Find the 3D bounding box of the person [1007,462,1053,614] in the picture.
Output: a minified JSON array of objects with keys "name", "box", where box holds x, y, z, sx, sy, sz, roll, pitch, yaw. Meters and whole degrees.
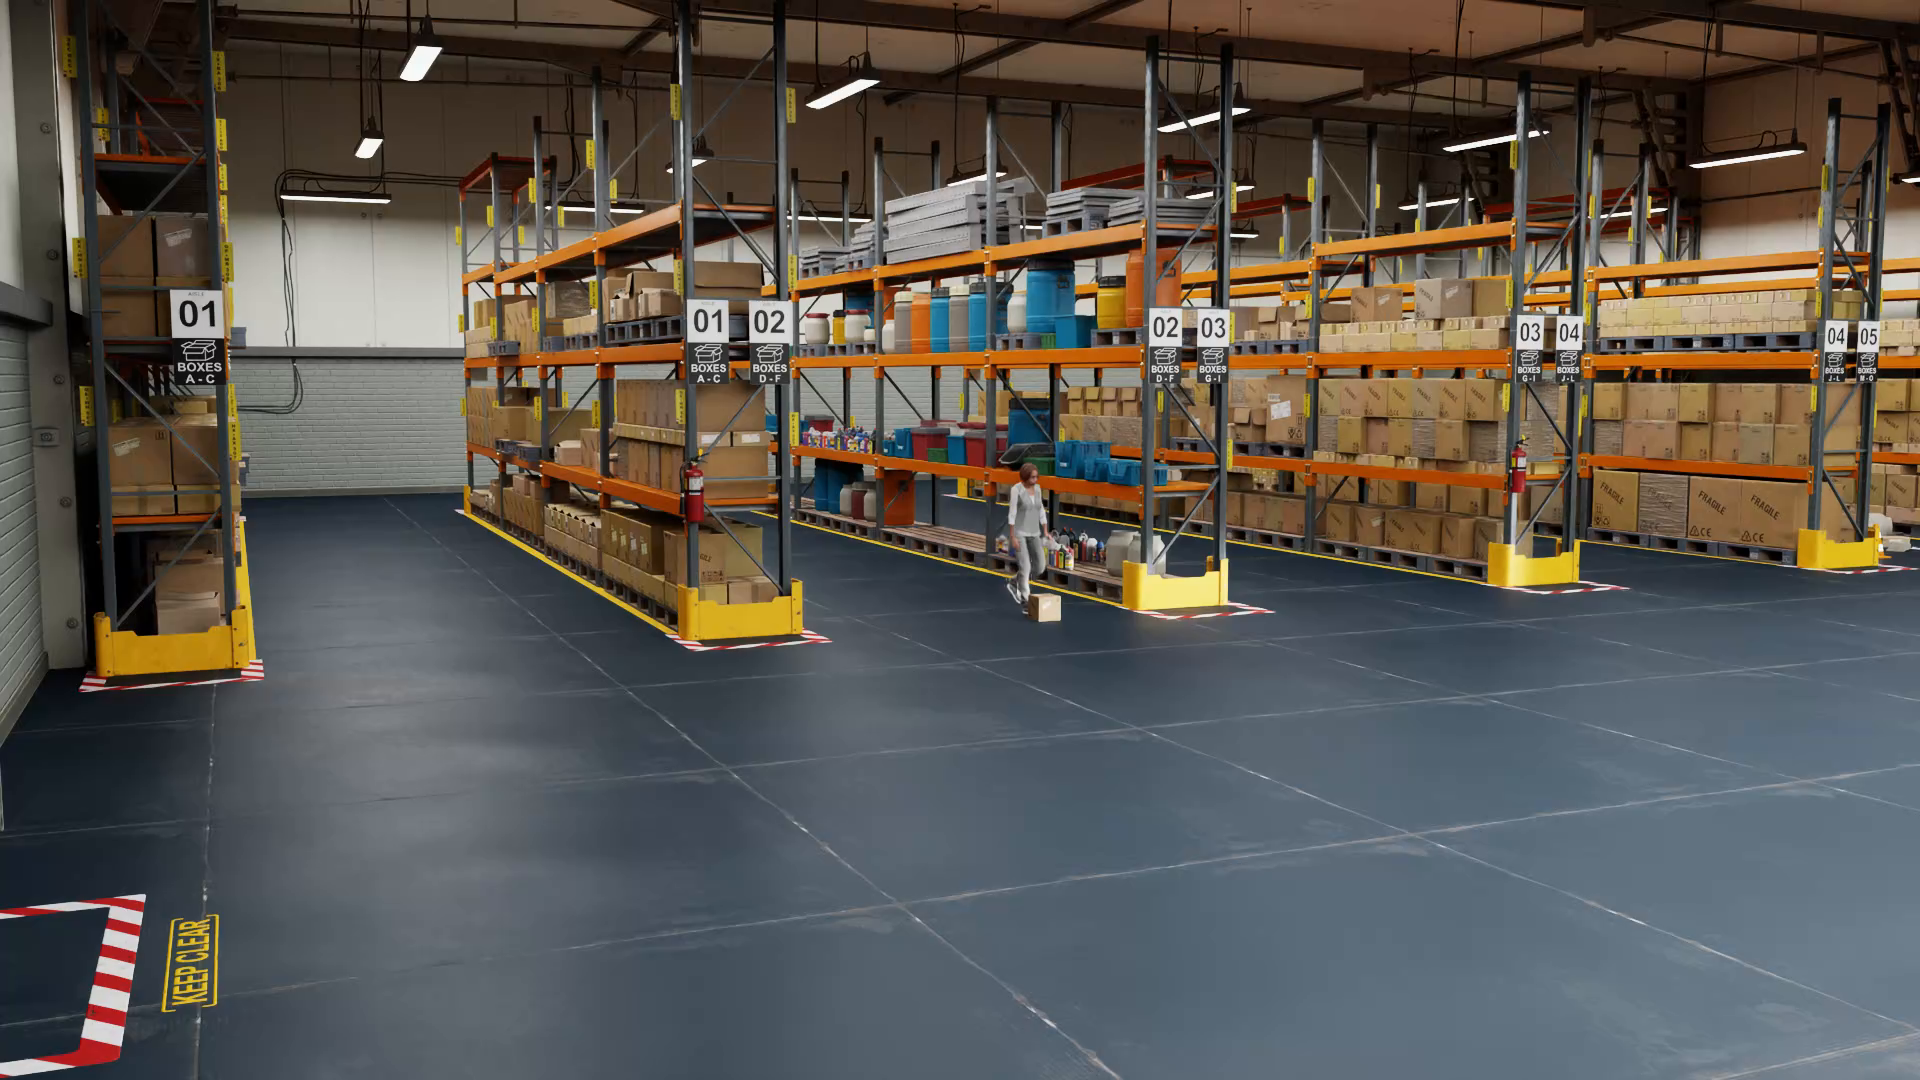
[{"name":"person","box":[0.671,-0.020,17.367,0.419,1.573,0.641,-4,7,-38]}]
